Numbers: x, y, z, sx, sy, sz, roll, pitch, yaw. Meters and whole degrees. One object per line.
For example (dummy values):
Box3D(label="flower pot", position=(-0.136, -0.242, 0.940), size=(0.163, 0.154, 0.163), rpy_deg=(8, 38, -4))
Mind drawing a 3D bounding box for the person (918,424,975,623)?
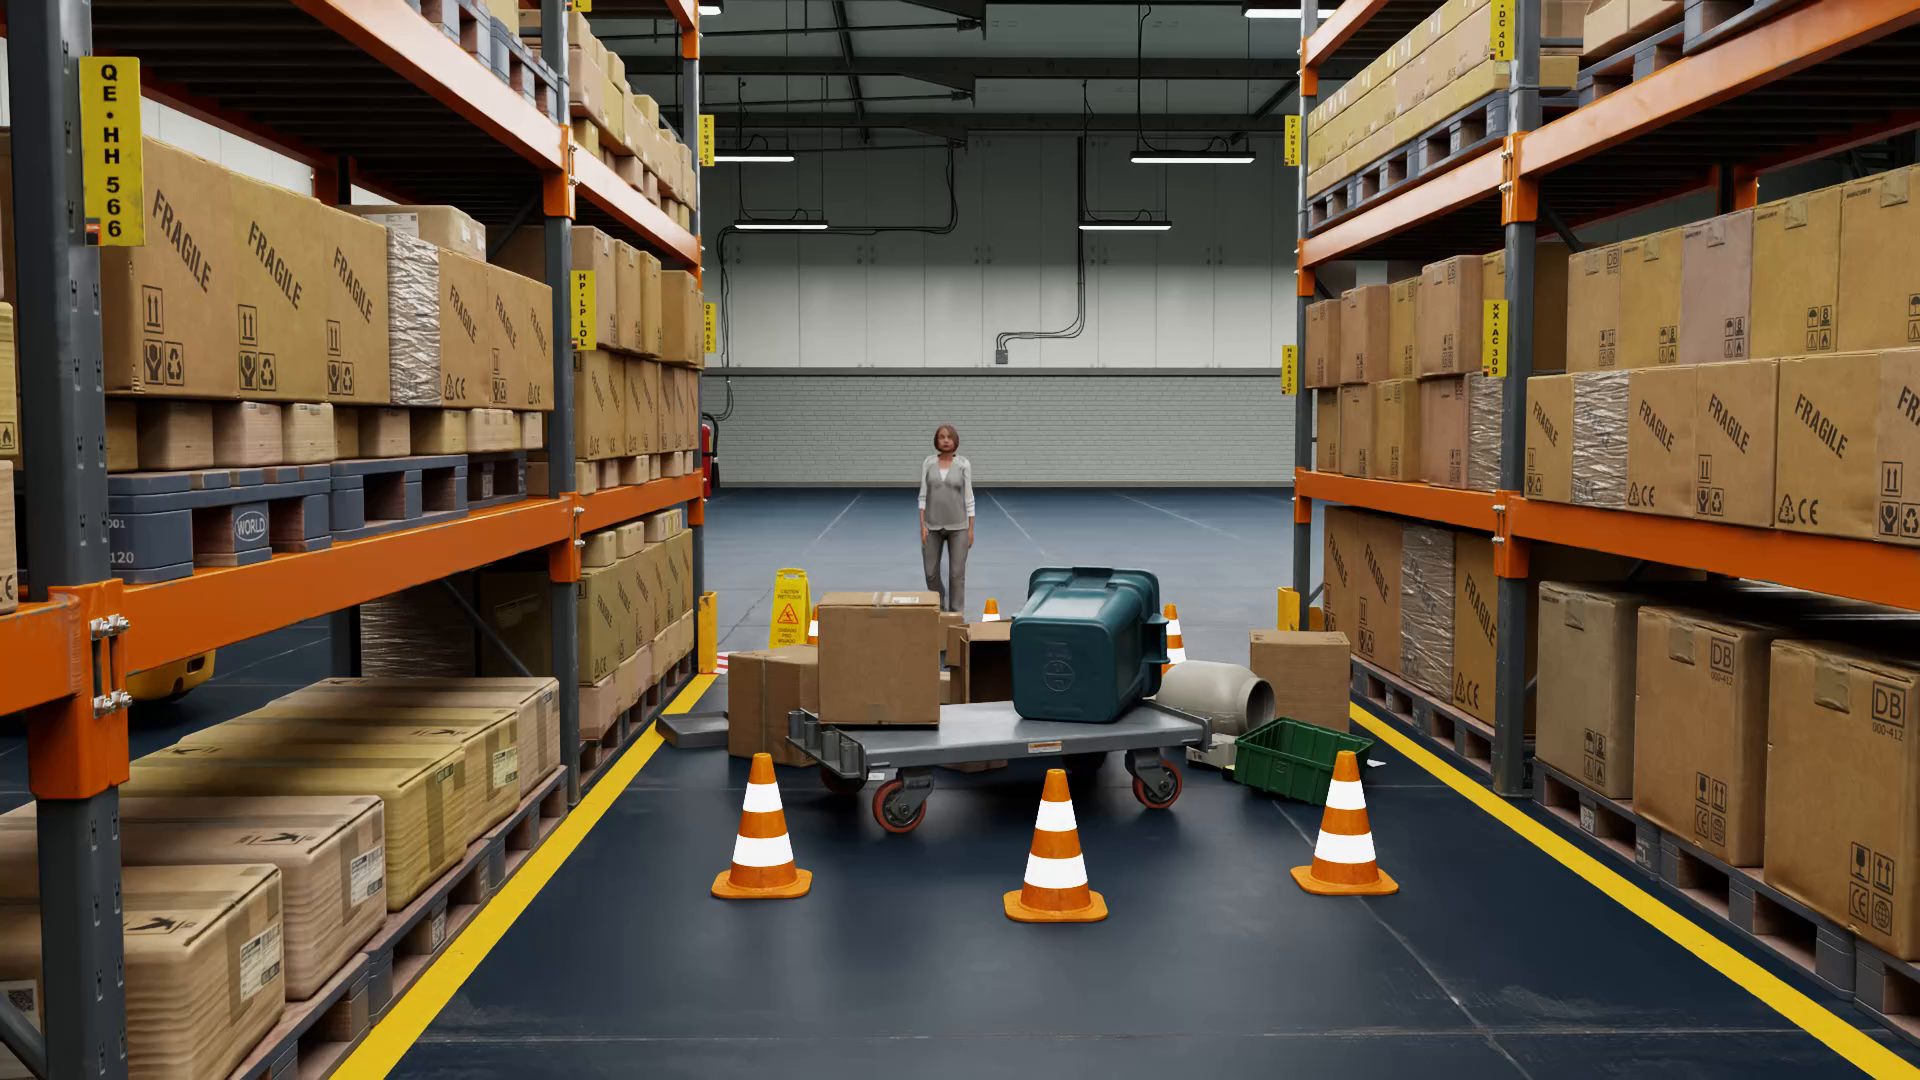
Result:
Box3D(label="person", position=(-0.112, -0.067, 12.405), size=(0.441, 1.601, 0.359), rpy_deg=(0, 4, 6))
